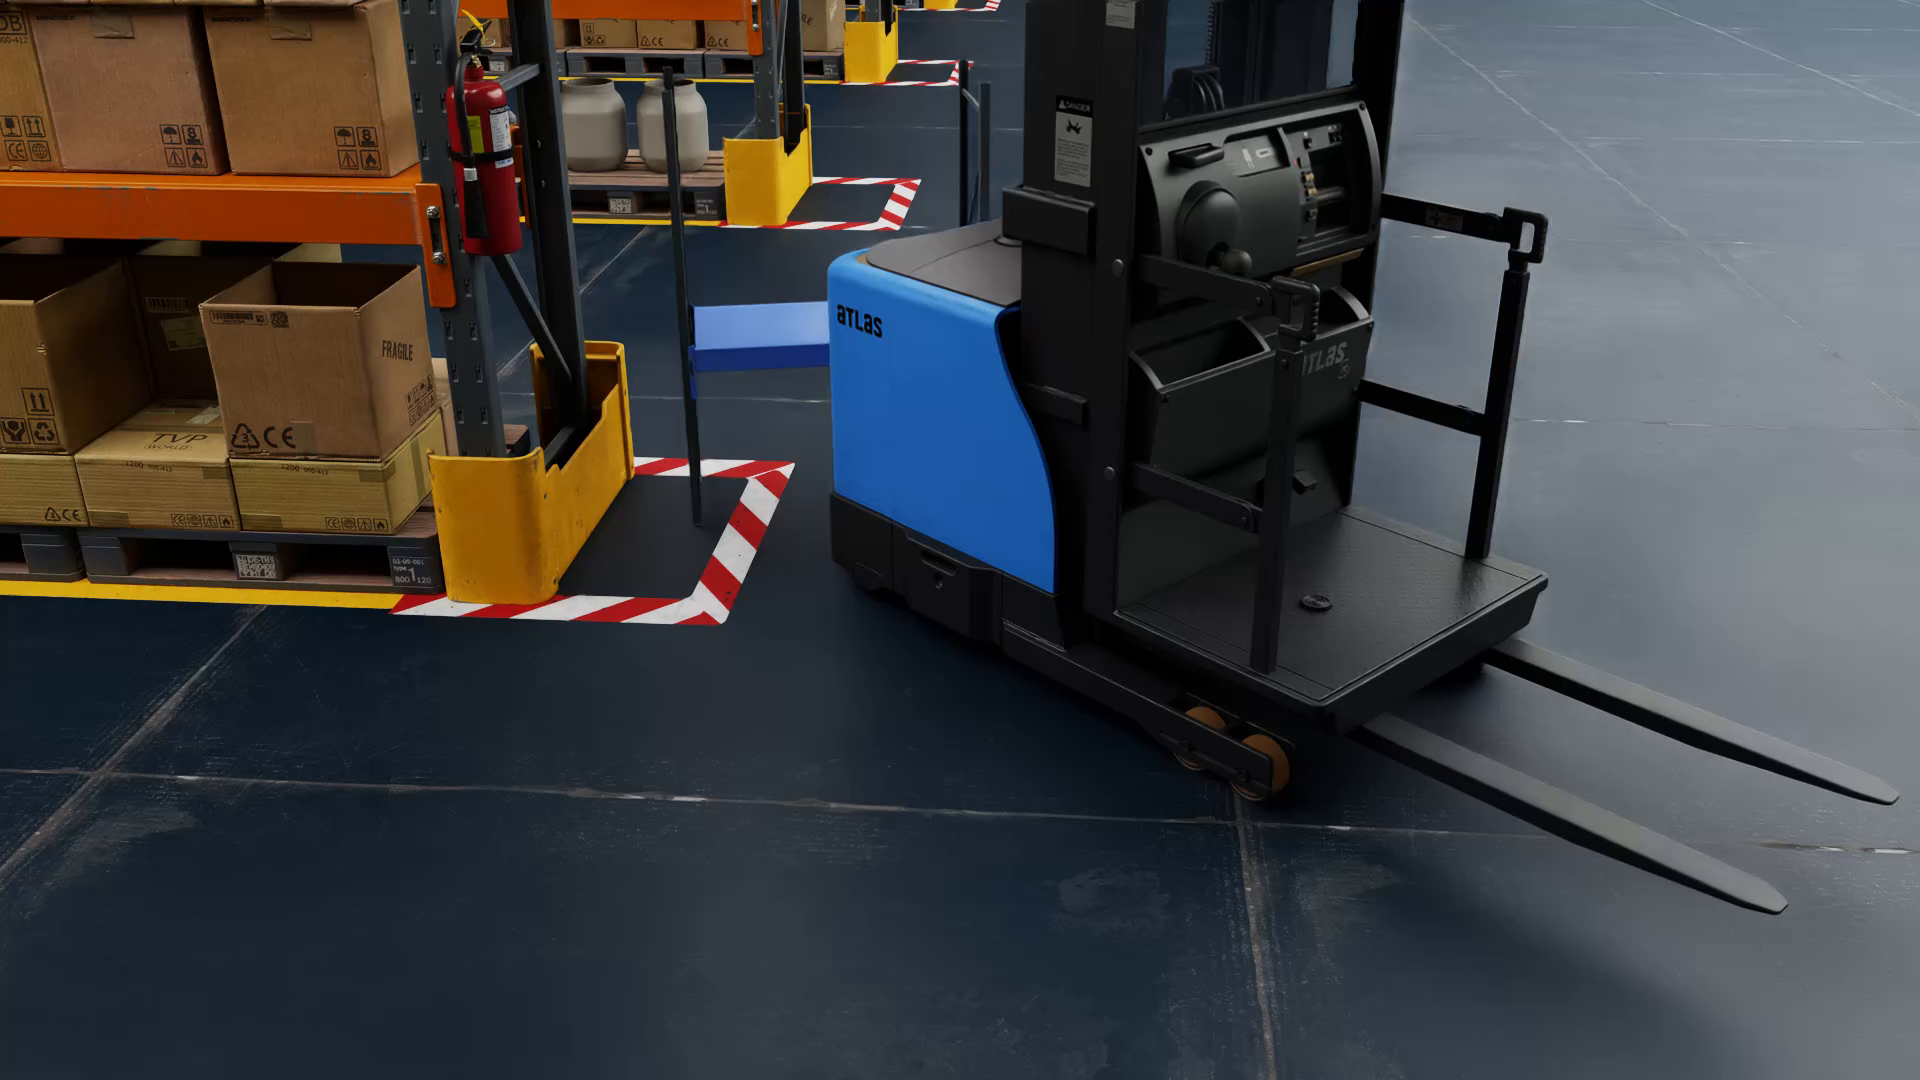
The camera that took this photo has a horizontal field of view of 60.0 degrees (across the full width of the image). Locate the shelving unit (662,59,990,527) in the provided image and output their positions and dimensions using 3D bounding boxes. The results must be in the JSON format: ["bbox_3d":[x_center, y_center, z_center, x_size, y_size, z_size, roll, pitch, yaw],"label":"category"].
[{"bbox_3d":[-0.457,-0.863,5.831,1.048,1.500,0.538,-4,25,-8],"label":"shelving unit"}]

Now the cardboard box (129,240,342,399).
[{"bbox_3d":[-2.483,-0.810,5.811,0.500,0.500,0.500,2,25,4],"label":"cardboard box"}]

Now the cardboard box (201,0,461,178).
[{"bbox_3d":[-1.931,-1.468,5.232,0.500,0.500,0.700,2,25,4],"label":"cardboard box"}]

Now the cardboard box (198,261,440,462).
[{"bbox_3d":[-2.024,-0.578,5.307,0.500,0.500,0.500,2,25,4],"label":"cardboard box"}]

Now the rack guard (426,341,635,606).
[{"bbox_3d":[-1.443,-0.266,5.730,0.348,0.500,1.175,2,25,4],"label":"rack guard"}]

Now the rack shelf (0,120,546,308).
[{"bbox_3d":[-3.461,-1.139,5.498,4.000,0.370,1.077,2,25,4],"label":"rack shelf"}]

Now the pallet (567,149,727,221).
[{"bbox_3d":[-1.973,-2.211,10.302,1.213,0.211,1.003,2,25,4],"label":"pallet"}]

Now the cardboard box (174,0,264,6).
[{"bbox_3d":[-2.124,-1.683,4.923,0.250,0.149,0.380,2,25,5],"label":"cardboard box"}]

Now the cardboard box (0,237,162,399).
[{"bbox_3d":[-2.983,-0.820,5.834,0.500,0.500,0.500,2,25,4],"label":"cardboard box"}]

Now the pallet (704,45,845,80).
[{"bbox_3d":[-1.588,-4.307,14.858,1.213,0.211,1.003,2,25,4],"label":"pallet"}]

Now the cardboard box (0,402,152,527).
[{"bbox_3d":[-3.022,-0.264,5.523,0.500,0.250,0.500,2,25,4],"label":"cardboard box"}]

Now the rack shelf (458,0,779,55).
[{"bbox_3d":[-3.078,-3.204,9.985,4.000,0.370,1.077,2,25,4],"label":"rack shelf"}]

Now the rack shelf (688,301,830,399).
[{"bbox_3d":[-0.457,-0.700,5.906,1.000,0.185,0.538,-4,25,-8],"label":"rack shelf"}]

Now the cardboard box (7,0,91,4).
[{"bbox_3d":[-2.629,-1.700,4.961,0.250,0.149,0.380,2,25,5],"label":"cardboard box"}]

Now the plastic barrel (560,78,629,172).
[{"bbox_3d":[-2.246,-2.532,10.139,0.421,0.512,0.421,0,25,0],"label":"plastic barrel"}]

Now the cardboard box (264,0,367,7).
[{"bbox_3d":[-1.862,-1.675,4.906,0.250,0.149,0.380,1,25,3],"label":"cardboard box"}]

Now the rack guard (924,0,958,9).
[{"bbox_3d":[-0.200,-6.459,19.188,0.348,0.500,1.175,2,25,4],"label":"rack guard"}]

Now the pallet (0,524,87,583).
[{"bbox_3d":[-3.446,-0.183,5.894,1.213,0.211,1.003,2,25,4],"label":"pallet"}]

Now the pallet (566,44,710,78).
[{"bbox_3d":[-2.801,-4.347,14.946,1.213,0.211,1.003,2,25,4],"label":"pallet"}]

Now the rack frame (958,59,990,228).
[{"bbox_3d":[0.046,-0.895,5.901,0.032,1.500,0.500,-4,25,-8],"label":"rack frame"}]

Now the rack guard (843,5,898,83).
[{"bbox_3d":[-0.781,-4.398,14.709,0.348,0.500,1.175,2,25,4],"label":"rack guard"}]

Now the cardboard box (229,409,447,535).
[{"bbox_3d":[-2.024,-0.238,5.466,0.500,0.250,0.500,2,25,4],"label":"cardboard box"}]

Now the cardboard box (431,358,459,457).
[{"bbox_3d":[-1.985,-0.454,5.935,0.500,0.250,0.500,2,25,4],"label":"cardboard box"}]

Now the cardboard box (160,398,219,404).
[{"bbox_3d":[-2.483,-0.468,5.966,0.500,0.250,0.500,2,25,4],"label":"cardboard box"}]

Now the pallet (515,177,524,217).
[{"bbox_3d":[-3.186,-2.251,10.389,1.213,0.211,1.003,2,25,4],"label":"pallet"}]

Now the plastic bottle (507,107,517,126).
[{"bbox_3d":[-2.868,-2.615,10.582,0.097,0.271,0.097,0,25,0],"label":"plastic bottle"}]

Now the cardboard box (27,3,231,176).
[{"bbox_3d":[-2.455,-1.483,5.264,0.500,0.500,0.700,2,25,5],"label":"cardboard box"}]

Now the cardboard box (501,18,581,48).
[{"bbox_3d":[-3.726,-4.669,14.797,0.500,0.500,0.500,10,27,21],"label":"cardboard box"}]

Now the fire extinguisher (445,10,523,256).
[{"bbox_3d":[-1.385,-1.170,4.796,0.183,0.674,0.296,2,25,4],"label":"fire extinguisher"}]

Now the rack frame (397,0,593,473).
[{"bbox_3d":[-1.467,-1.402,5.209,0.127,3.000,1.000,2,25,4],"label":"rack frame"}]

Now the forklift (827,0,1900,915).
[{"bbox_3d":[0.945,-0.901,4.202,1.130,2.935,3.031,-21,32,-38],"label":"forklift"}]

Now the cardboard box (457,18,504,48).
[{"bbox_3d":[-4.297,-4.685,14.830,0.500,0.500,0.500,1,25,2],"label":"cardboard box"}]

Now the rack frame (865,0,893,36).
[{"bbox_3d":[-0.705,-5.531,14.182,0.127,3.000,1.000,2,25,4],"label":"rack frame"}]

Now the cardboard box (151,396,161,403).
[{"bbox_3d":[-2.982,-0.484,6.001,0.500,0.250,0.500,2,25,4],"label":"cardboard box"}]

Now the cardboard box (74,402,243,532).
[{"bbox_3d":[-2.524,-0.249,5.490,0.500,0.250,0.500,2,25,4],"label":"cardboard box"}]

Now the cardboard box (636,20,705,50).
[{"bbox_3d":[-2.548,-4.646,14.746,0.500,0.500,0.500,4,25,9],"label":"cardboard box"}]

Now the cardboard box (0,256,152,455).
[{"bbox_3d":[-3.023,-0.604,5.363,0.500,0.500,0.500,2,25,4],"label":"cardboard box"}]

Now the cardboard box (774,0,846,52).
[{"bbox_3d":[-1.326,-4.613,14.675,0.500,0.500,0.500,6,25,14],"label":"cardboard box"}]

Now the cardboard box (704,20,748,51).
[{"bbox_3d":[-1.925,-4.618,14.685,0.500,0.500,0.500,8,26,18],"label":"cardboard box"}]

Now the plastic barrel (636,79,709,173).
[{"bbox_3d":[-1.746,-2.516,10.104,0.421,0.512,0.421,0,25,0],"label":"plastic barrel"}]

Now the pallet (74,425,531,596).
[{"bbox_3d":[-2.233,-0.143,5.807,1.213,0.211,1.003,2,25,4],"label":"pallet"}]

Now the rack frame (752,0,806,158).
[{"bbox_3d":[-1.084,-3.467,9.695,0.127,3.000,1.000,2,25,4],"label":"rack frame"}]

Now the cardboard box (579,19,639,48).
[{"bbox_3d":[-3.101,-4.682,14.825,0.500,0.500,0.500,0,25,-1],"label":"cardboard box"}]

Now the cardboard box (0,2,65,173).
[{"bbox_3d":[-2.950,-1.501,5.304,0.500,0.500,0.700,2,25,4],"label":"cardboard box"}]

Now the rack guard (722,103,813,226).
[{"bbox_3d":[-1.163,-2.314,10.180,0.348,0.500,1.175,2,25,4],"label":"rack guard"}]

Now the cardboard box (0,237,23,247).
[{"bbox_3d":[-3.480,-0.844,5.885,0.500,0.500,0.500,2,25,4],"label":"cardboard box"}]

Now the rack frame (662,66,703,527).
[{"bbox_3d":[-0.959,-0.831,5.762,0.032,1.500,0.500,-4,25,-8],"label":"rack frame"}]

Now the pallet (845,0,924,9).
[{"bbox_3d":[-1.028,-6.321,19.235,1.213,0.211,1.003,2,25,4],"label":"pallet"}]

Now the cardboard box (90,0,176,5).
[{"bbox_3d":[-2.379,-1.691,4.941,0.250,0.149,0.380,1,25,3],"label":"cardboard box"}]

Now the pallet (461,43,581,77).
[{"bbox_3d":[-4.021,-4.385,15.028,1.213,0.211,1.003,2,25,4],"label":"pallet"}]
